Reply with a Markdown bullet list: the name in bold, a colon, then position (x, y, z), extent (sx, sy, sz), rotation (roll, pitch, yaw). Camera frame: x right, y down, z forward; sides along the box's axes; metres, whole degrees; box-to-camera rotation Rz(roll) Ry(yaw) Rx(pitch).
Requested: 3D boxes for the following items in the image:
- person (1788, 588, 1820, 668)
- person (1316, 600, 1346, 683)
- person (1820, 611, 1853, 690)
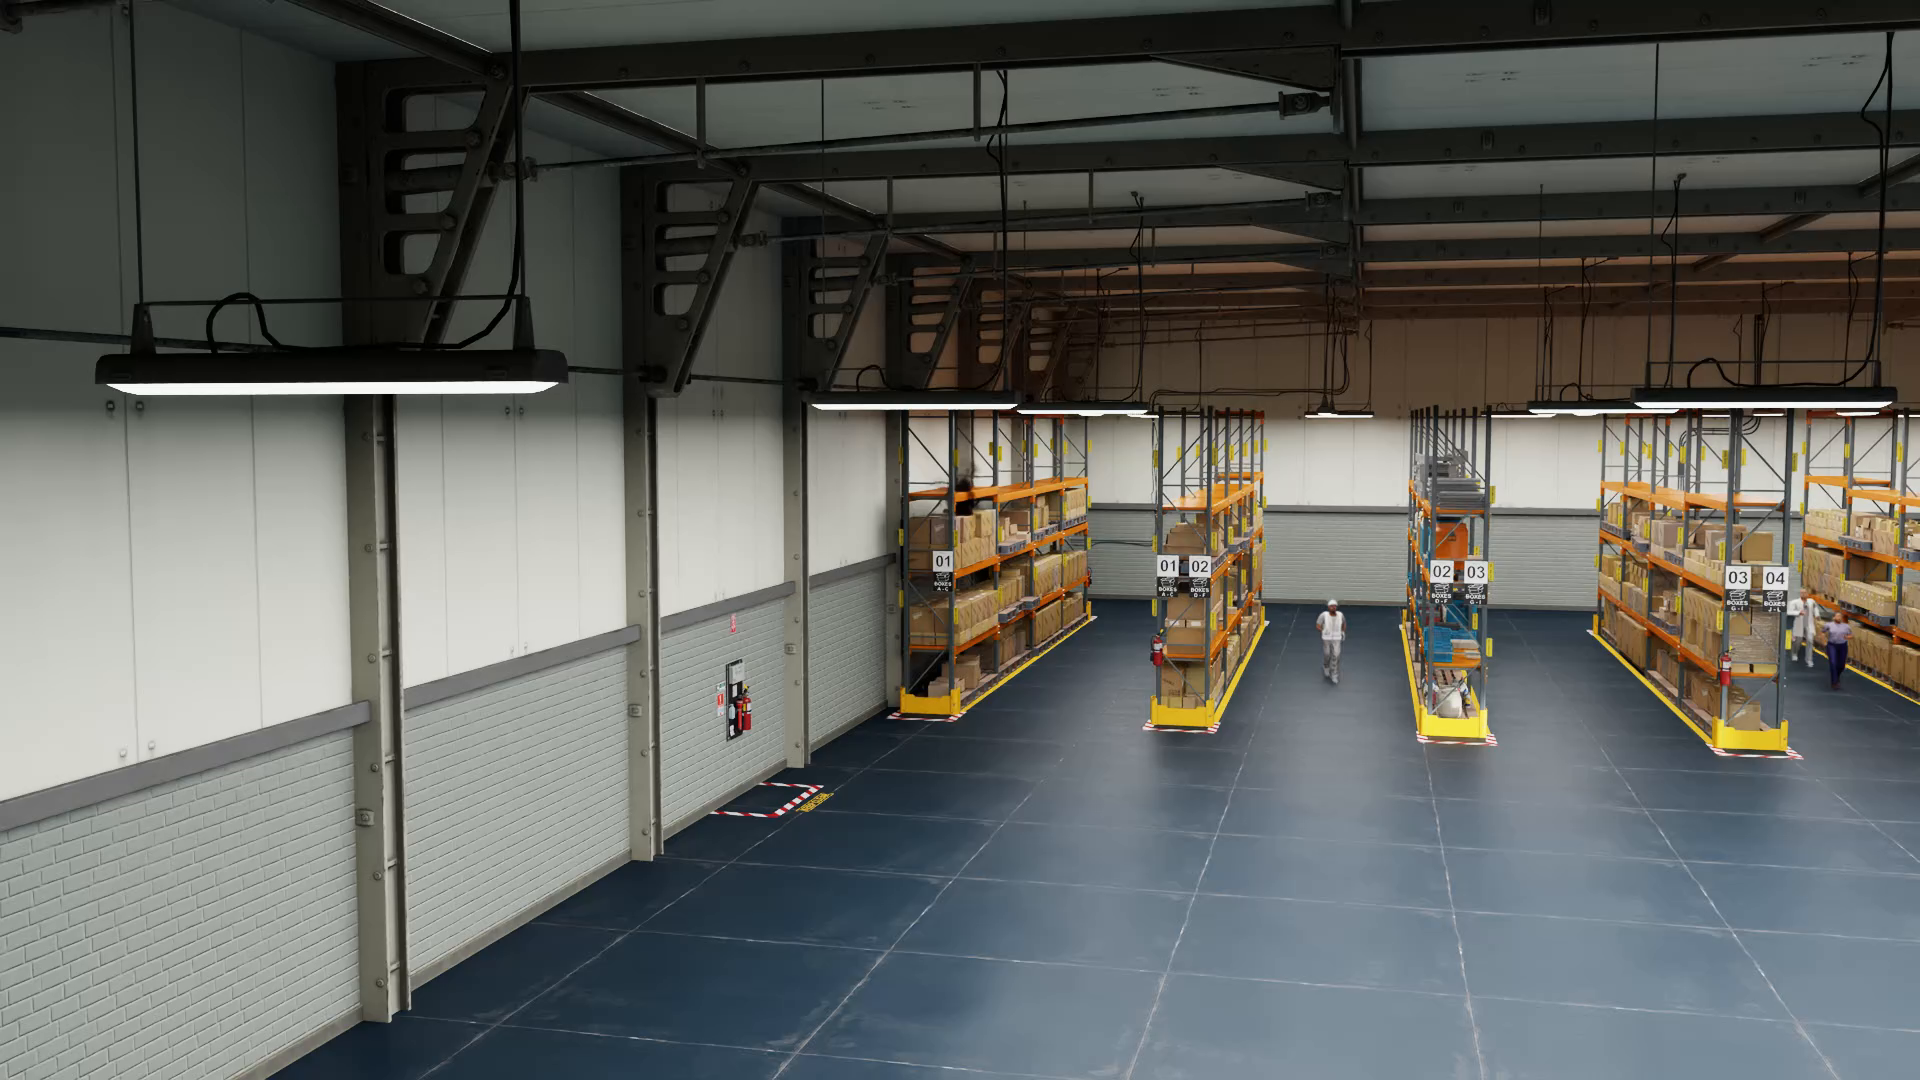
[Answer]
- **person**: position (19.807, 2.033, 39.017), extent (0.729, 1.790, 1.049), rotation (1, 4, 14)
- **person**: position (8.171, 2.205, 36.601), extent (0.677, 1.786, 0.922), rotation (0, 4, 6)
- **person**: position (18.755, 2.335, 35.561), extent (0.608, 1.632, 0.924), rotation (1, 4, 14)
